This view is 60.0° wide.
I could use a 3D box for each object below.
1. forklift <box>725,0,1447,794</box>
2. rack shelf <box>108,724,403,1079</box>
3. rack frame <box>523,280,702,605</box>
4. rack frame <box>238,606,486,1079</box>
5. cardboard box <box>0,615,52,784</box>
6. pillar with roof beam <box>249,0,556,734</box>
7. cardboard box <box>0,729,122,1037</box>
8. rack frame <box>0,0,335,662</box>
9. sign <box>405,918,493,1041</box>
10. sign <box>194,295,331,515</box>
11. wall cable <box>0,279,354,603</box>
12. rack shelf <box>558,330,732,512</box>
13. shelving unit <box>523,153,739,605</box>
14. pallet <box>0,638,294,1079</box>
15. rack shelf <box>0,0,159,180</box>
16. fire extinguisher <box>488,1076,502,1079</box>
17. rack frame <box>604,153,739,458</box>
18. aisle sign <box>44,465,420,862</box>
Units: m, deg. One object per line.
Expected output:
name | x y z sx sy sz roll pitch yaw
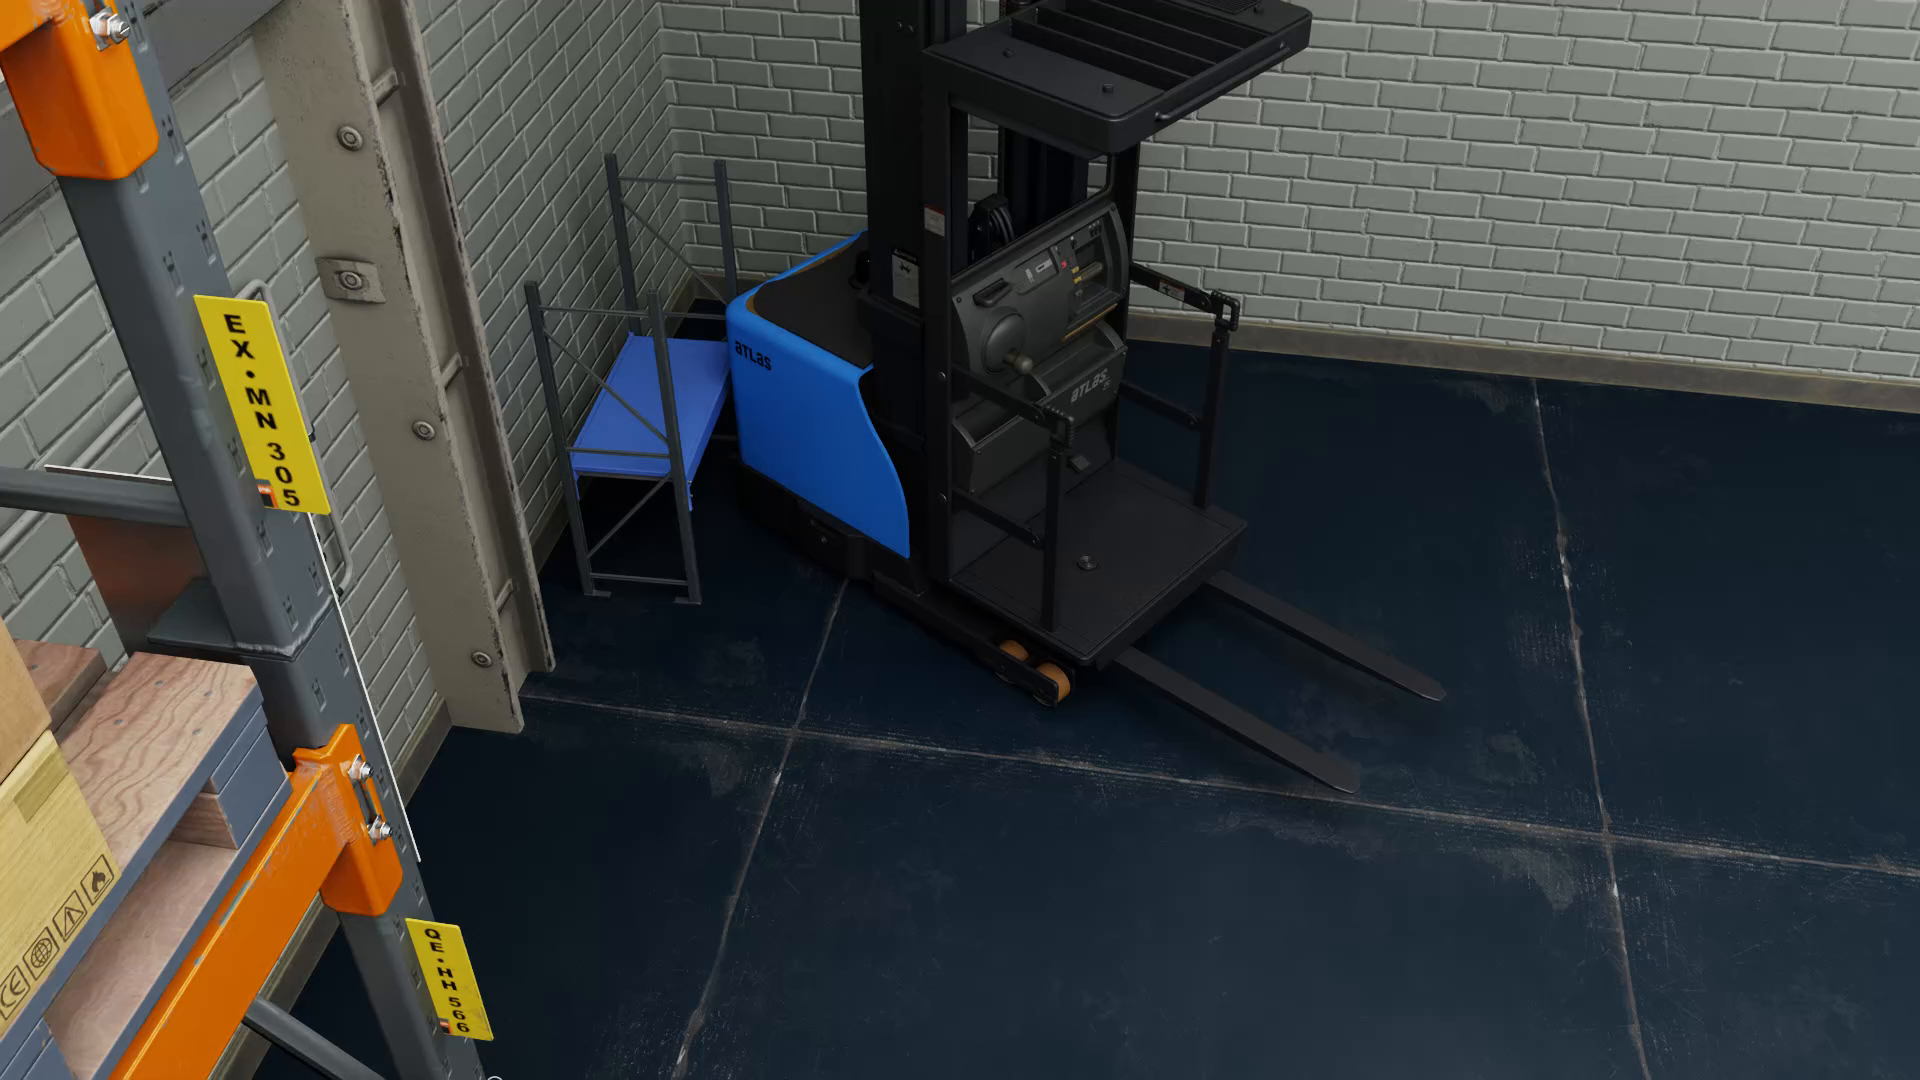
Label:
forklift | 0.466 -0.867 5.998 3.031 2.935 1.130 29 48 31
rack shelf | -1.762 1.609 1.160 1.077 0.370 4.000 6 40 8
rack frame | -1.328 -0.336 6.479 0.500 1.500 0.032 4 40 5
rack frame | -1.416 1.233 3.405 1.000 3.000 0.127 6 40 8
cardboard box | -1.274 0.135 1.500 0.500 0.500 0.500 6 40 8
pillar with roof beam | 2.439 -2.394 3.084 9.100 9.000 0.400 6 40 8
cardboard box | -1.281 0.423 1.740 0.500 0.250 0.500 8 40 9
rack frame | -1.416 -1.079 1.493 1.000 3.000 0.127 6 40 8
sign | -0.884 0.764 2.877 0.100 0.325 0.005 6 40 8
sign | -0.884 -0.165 2.109 0.100 0.325 0.005 6 40 8
wall cable | -2.126 -0.067 4.179 0.084 1.984 1.851 6 40 8
rack shelf | -1.266 -0.519 6.982 0.538 0.185 1.000 4 40 5
shelving unit | -1.266 -0.657 6.867 0.538 1.500 1.048 4 40 5
pallet | -1.534 0.578 1.913 1.003 0.211 1.213 6 40 8
rack shelf | -1.762 0.607 0.332 1.077 0.370 4.000 6 40 8
fire extinguisher | -0.936 1.363 3.601 0.296 0.674 0.183 6 40 8
rack frame | -1.204 -0.979 7.256 0.500 1.500 0.032 4 40 5
aisle sign | -1.108 0.219 2.591 0.394 0.787 0.004 6 40 8
